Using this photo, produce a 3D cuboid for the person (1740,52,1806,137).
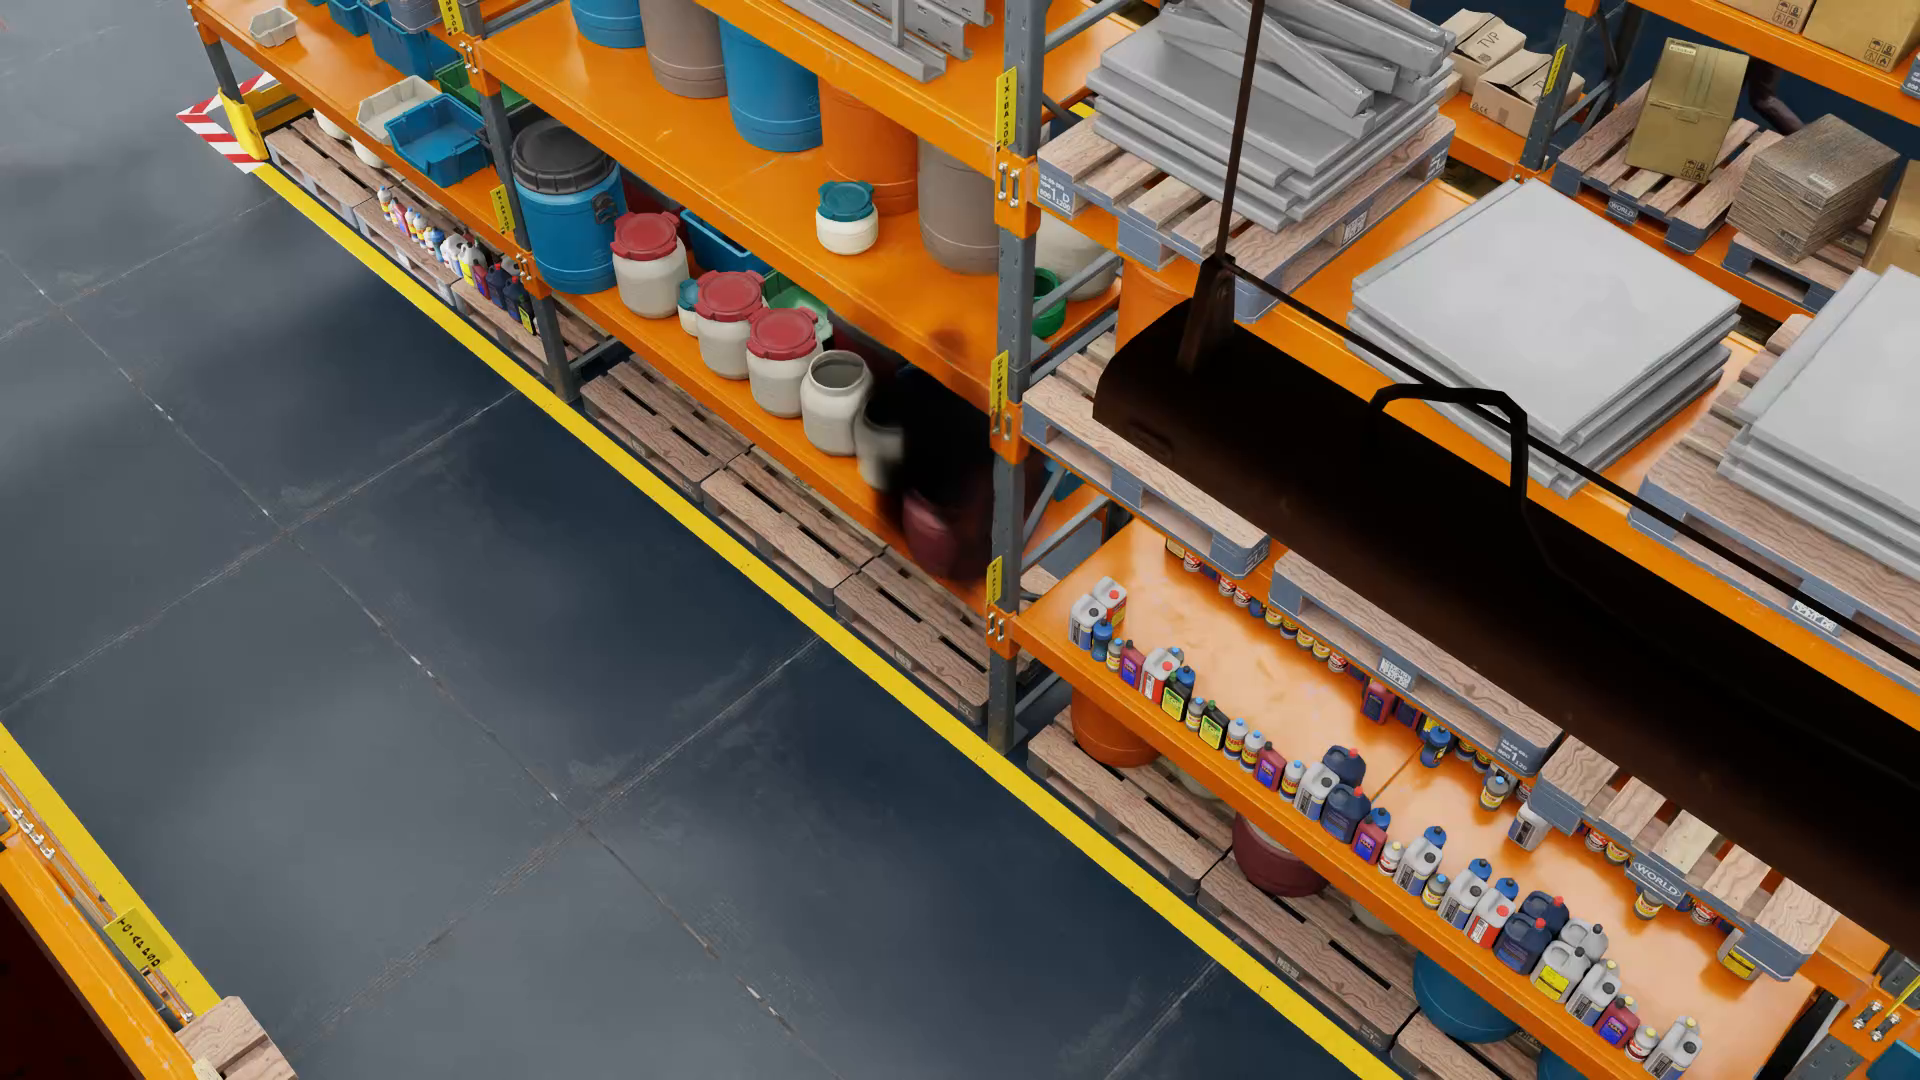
[{"bbox_3d":[6.047,-3.620,12.307,1.010,1.722,0.678,34,58,25],"label":"person"}]
